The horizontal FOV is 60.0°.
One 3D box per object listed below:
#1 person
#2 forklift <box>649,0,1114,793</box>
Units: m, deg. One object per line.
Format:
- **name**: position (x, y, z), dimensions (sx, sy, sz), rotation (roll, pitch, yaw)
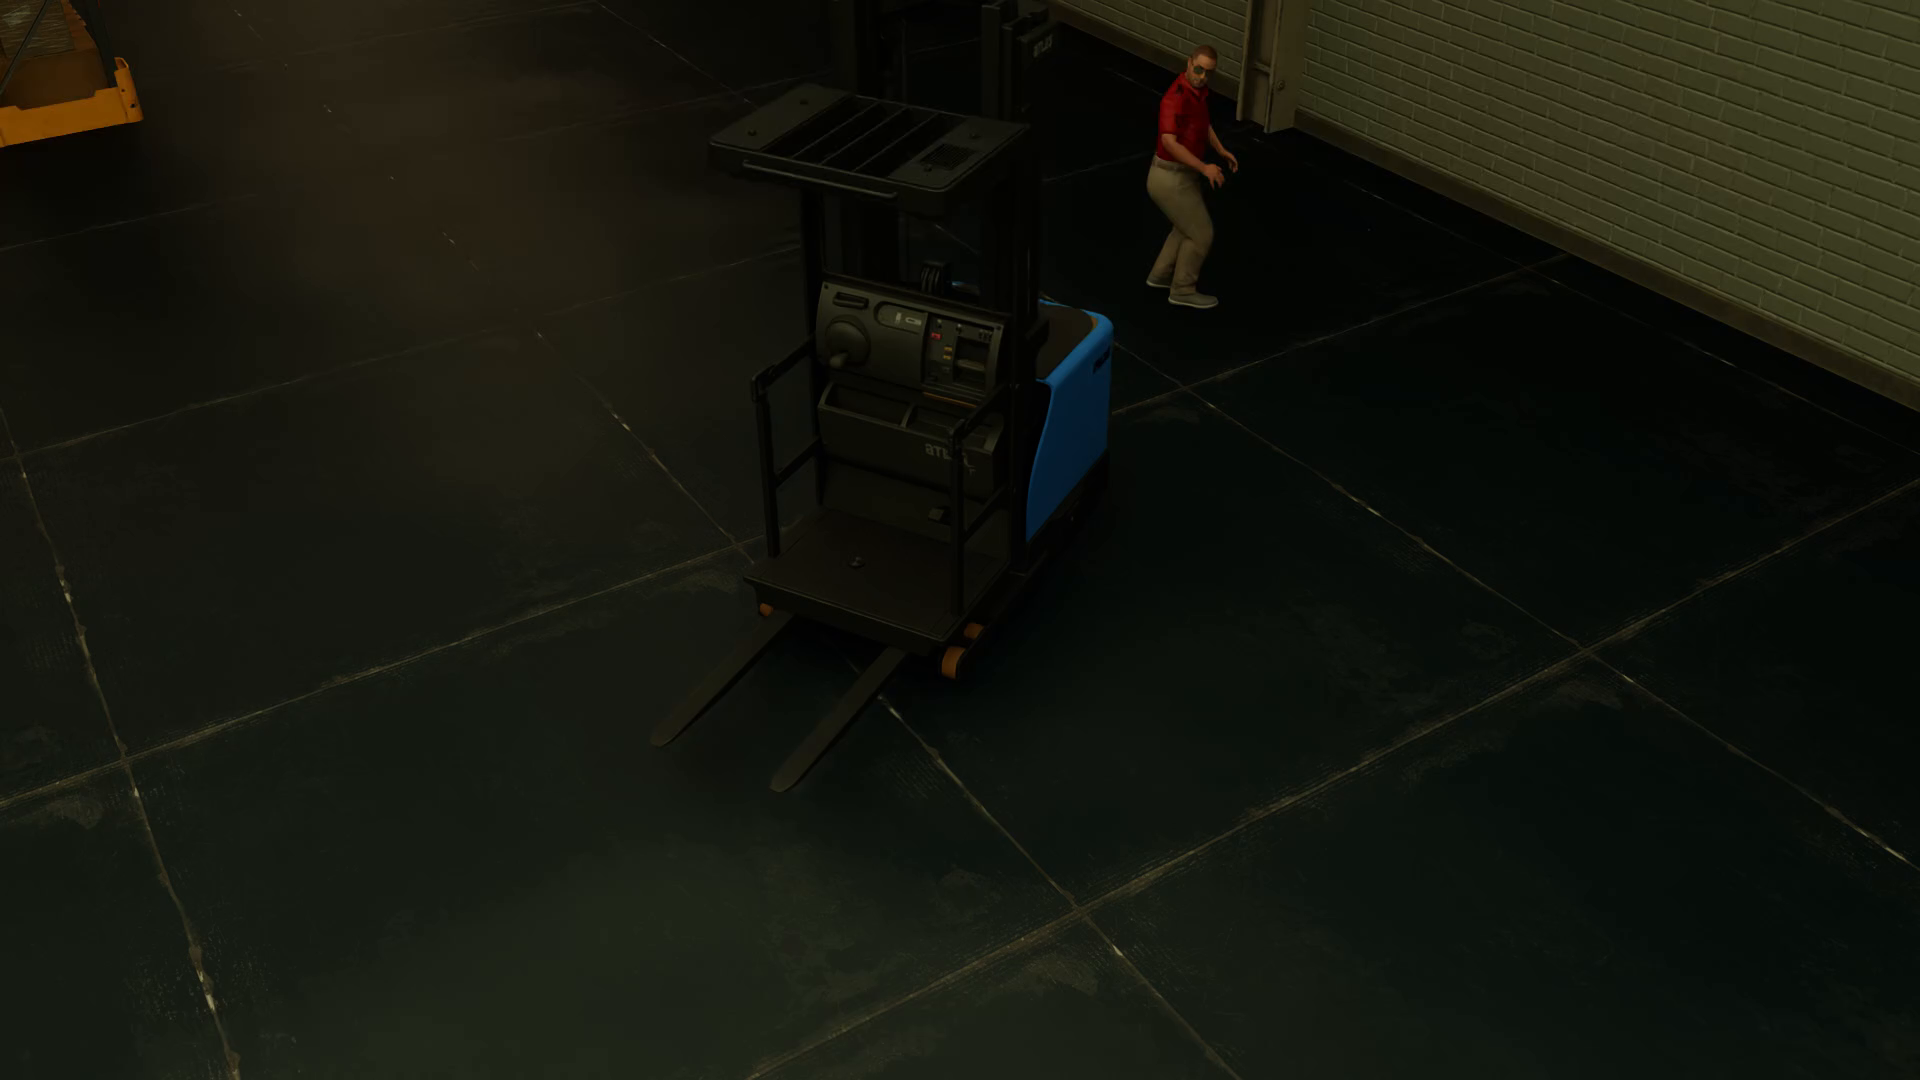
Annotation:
- **person**: position (1.469, -2.300, 10.542), dimensions (0.544, 1.679, 0.771), rotation (7, 36, 10)
- **forklift**: position (-0.330, -0.838, 7.340), dimensions (1.130, 2.935, 3.031), rotation (17, 38, 22)
